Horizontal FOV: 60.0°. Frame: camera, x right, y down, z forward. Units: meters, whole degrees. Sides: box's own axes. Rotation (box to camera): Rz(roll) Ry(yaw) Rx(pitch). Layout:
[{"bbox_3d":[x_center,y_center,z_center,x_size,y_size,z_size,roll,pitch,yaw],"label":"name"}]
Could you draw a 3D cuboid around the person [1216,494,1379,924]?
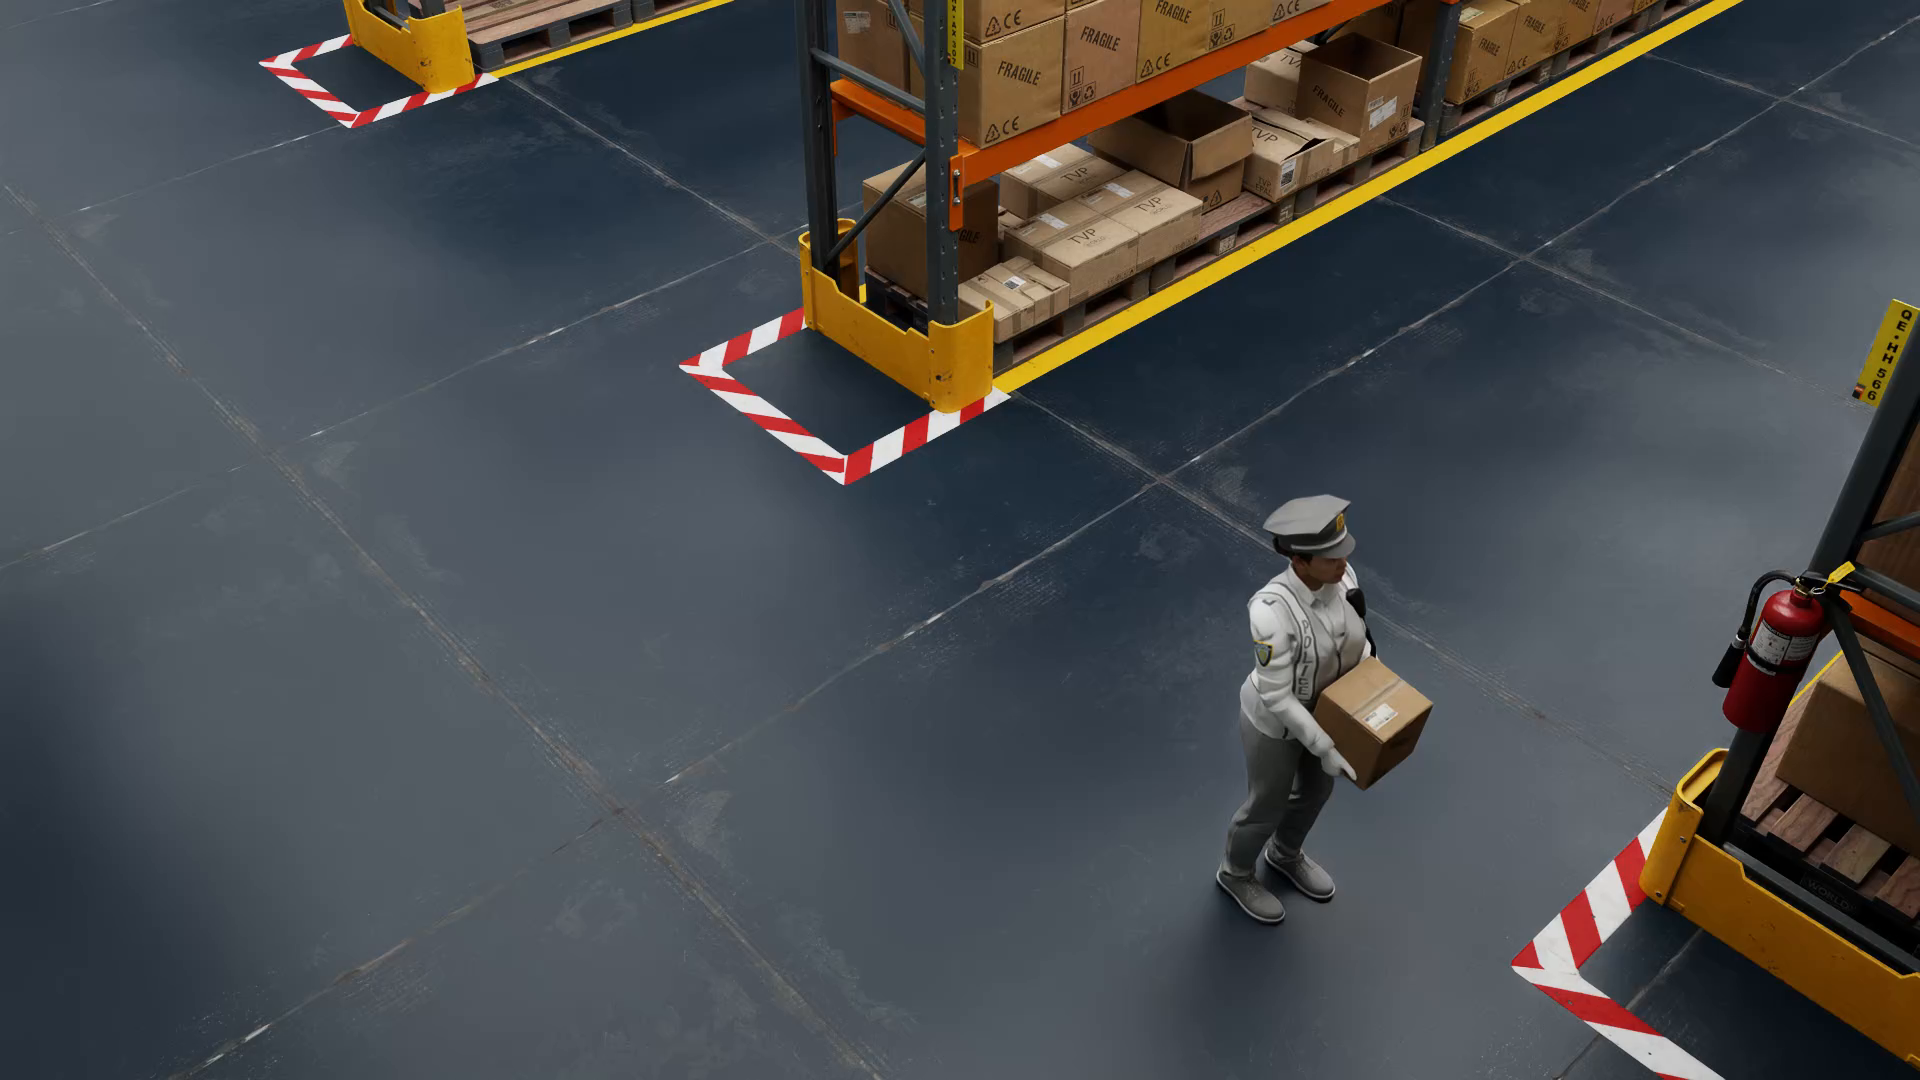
[{"bbox_3d":[1.146,0.604,5.421,0.459,1.687,0.553,-30,48,-30],"label":"person"}]
